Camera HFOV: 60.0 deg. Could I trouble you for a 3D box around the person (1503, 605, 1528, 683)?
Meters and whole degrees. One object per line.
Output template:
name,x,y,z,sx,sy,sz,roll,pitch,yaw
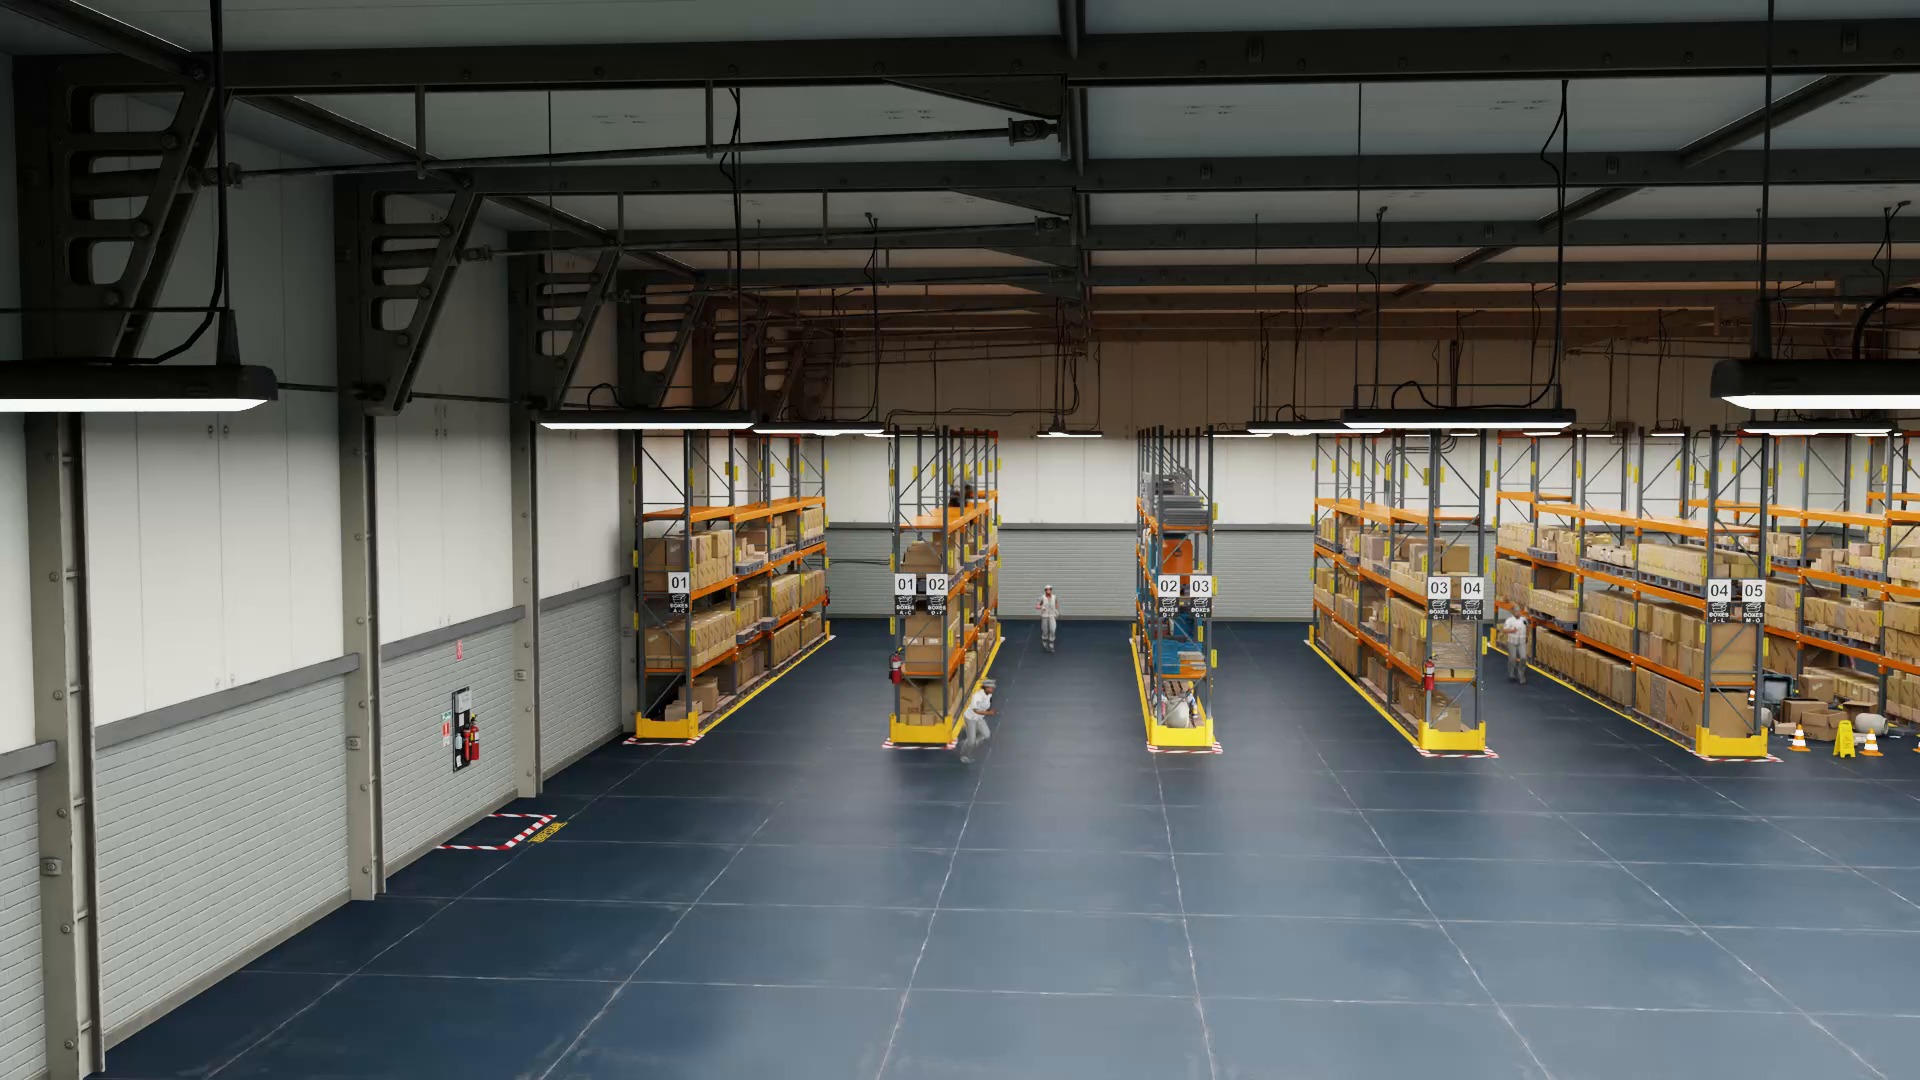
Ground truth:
person,13.233,2.467,39.512,0.640,1.845,0.755,0,3,4

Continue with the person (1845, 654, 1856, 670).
person,21.582,2.447,40.647,0.582,1.708,0.902,1,3,9

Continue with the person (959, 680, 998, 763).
person,0.365,3.197,29.471,0.842,1.510,0.592,2,4,36

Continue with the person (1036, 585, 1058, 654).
person,2.363,2.123,44.952,0.635,1.833,0.813,0,3,-4
